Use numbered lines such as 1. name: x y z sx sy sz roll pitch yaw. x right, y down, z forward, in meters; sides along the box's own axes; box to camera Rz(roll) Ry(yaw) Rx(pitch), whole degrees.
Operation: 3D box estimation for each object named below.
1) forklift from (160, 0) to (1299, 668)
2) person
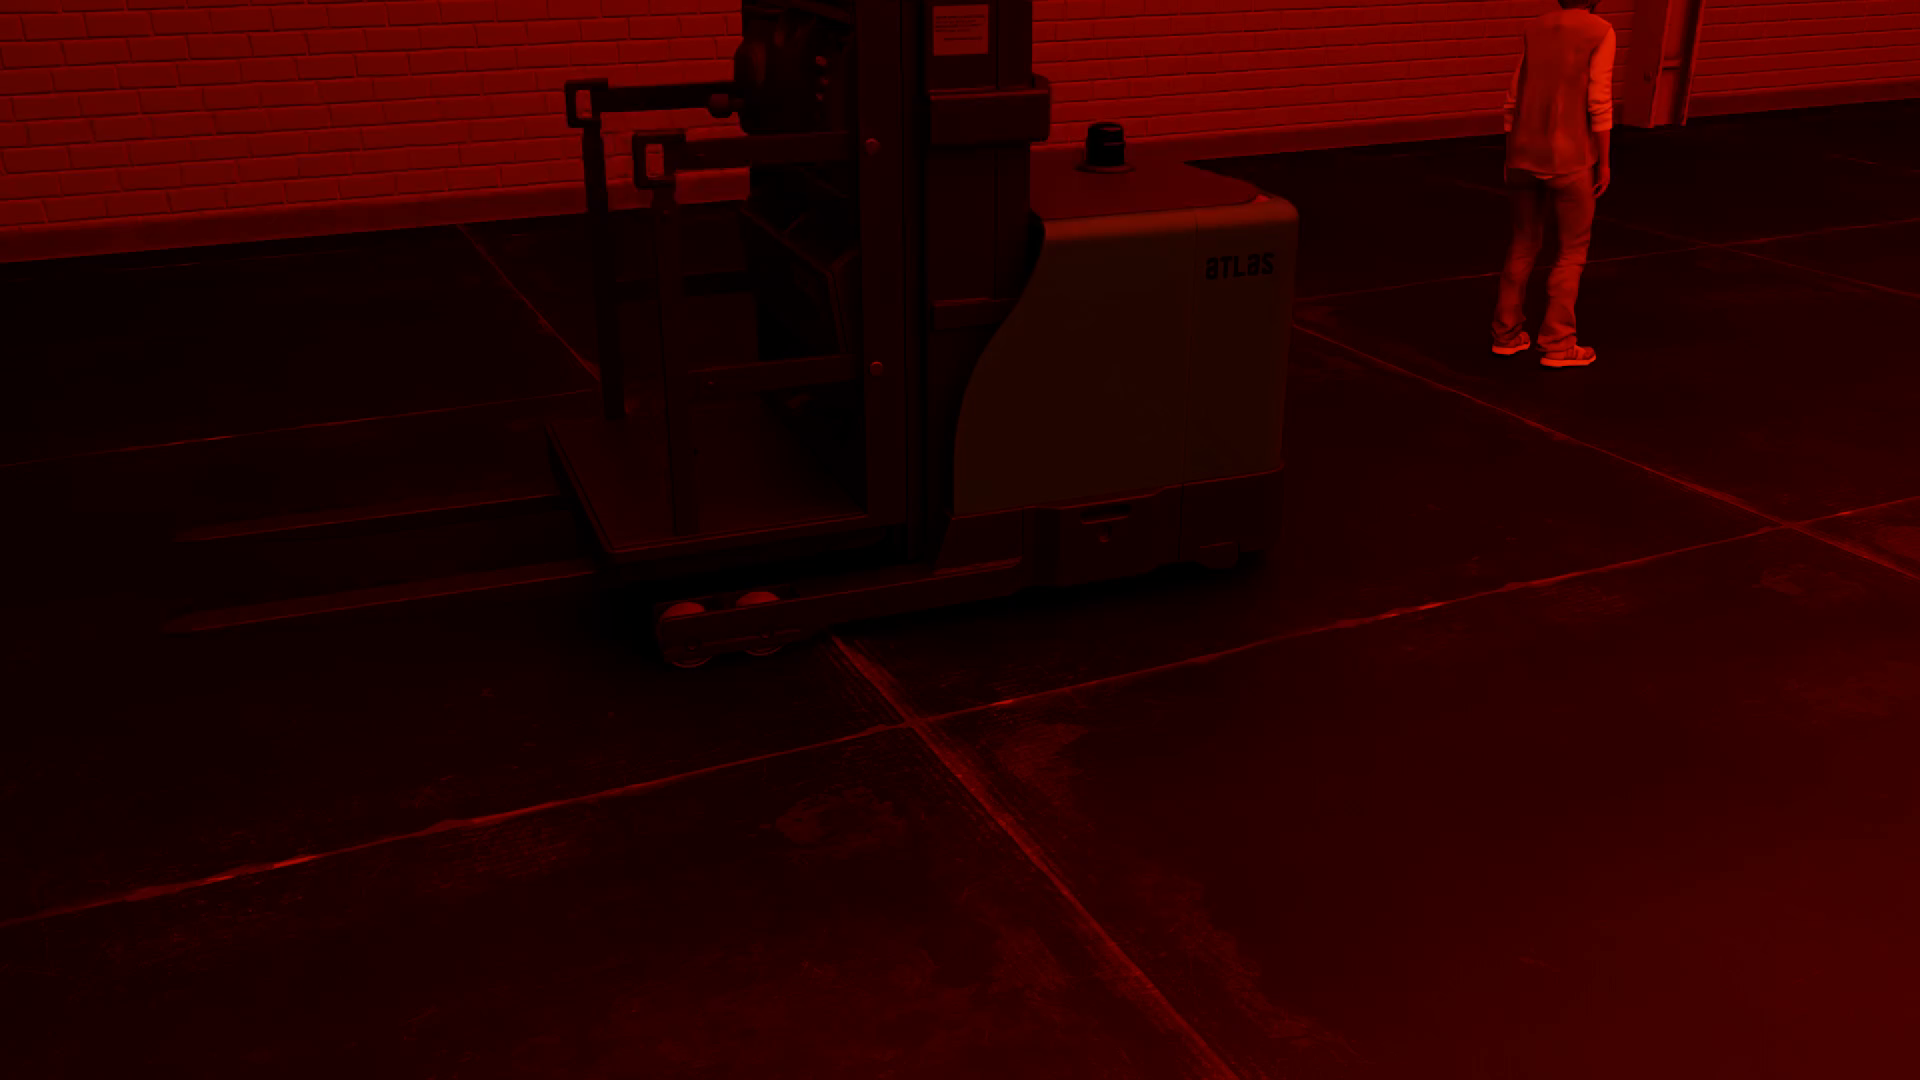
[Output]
1. forklift: -0.624 -1.251 4.298 3.031 2.935 1.130 -8 24 -19
2. person: 2.370 -1.494 6.632 0.347 1.590 0.464 -18 29 -37
